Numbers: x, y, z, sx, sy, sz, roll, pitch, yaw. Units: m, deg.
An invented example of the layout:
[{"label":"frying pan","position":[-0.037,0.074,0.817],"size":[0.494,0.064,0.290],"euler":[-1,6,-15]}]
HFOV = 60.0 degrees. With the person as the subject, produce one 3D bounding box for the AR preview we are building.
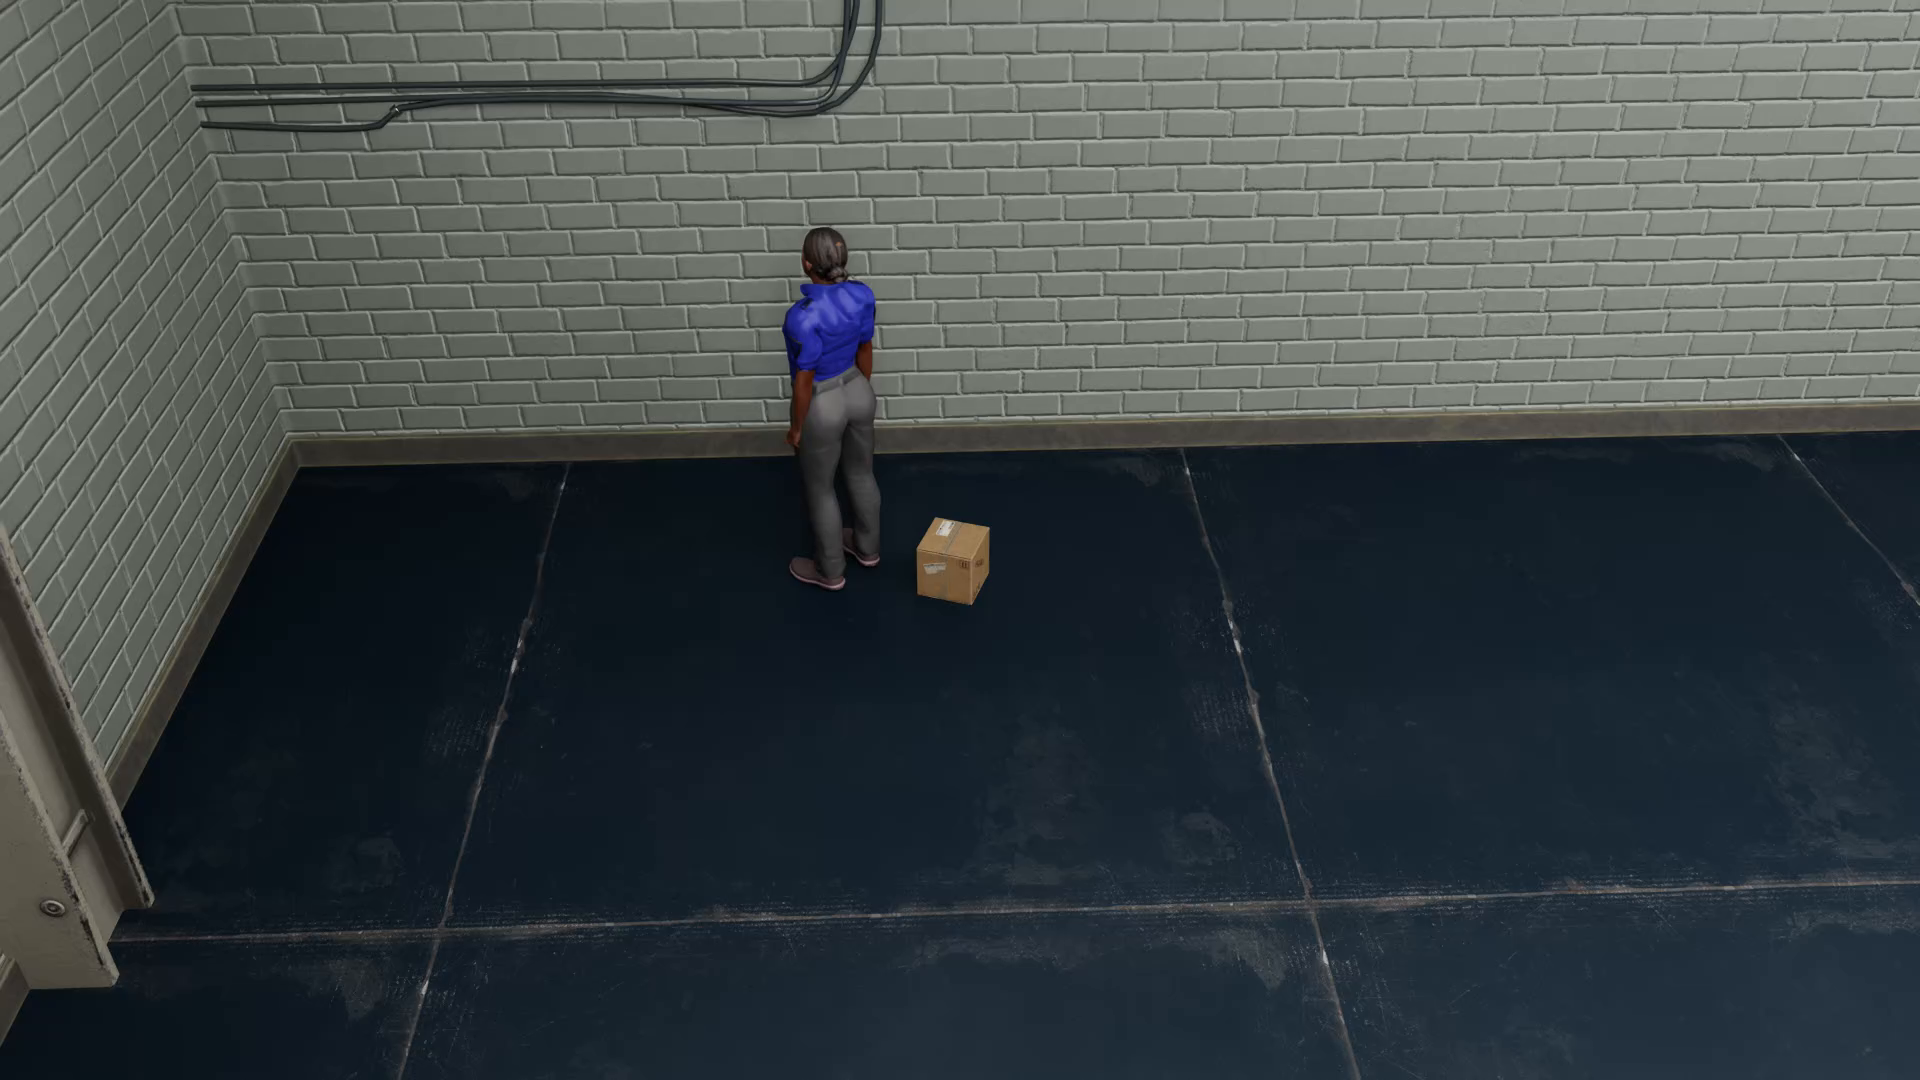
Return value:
[{"label":"person","position":[-0.544,-0.549,6.922],"size":[0.446,1.659,0.339],"euler":[-30,45,-35]}]
